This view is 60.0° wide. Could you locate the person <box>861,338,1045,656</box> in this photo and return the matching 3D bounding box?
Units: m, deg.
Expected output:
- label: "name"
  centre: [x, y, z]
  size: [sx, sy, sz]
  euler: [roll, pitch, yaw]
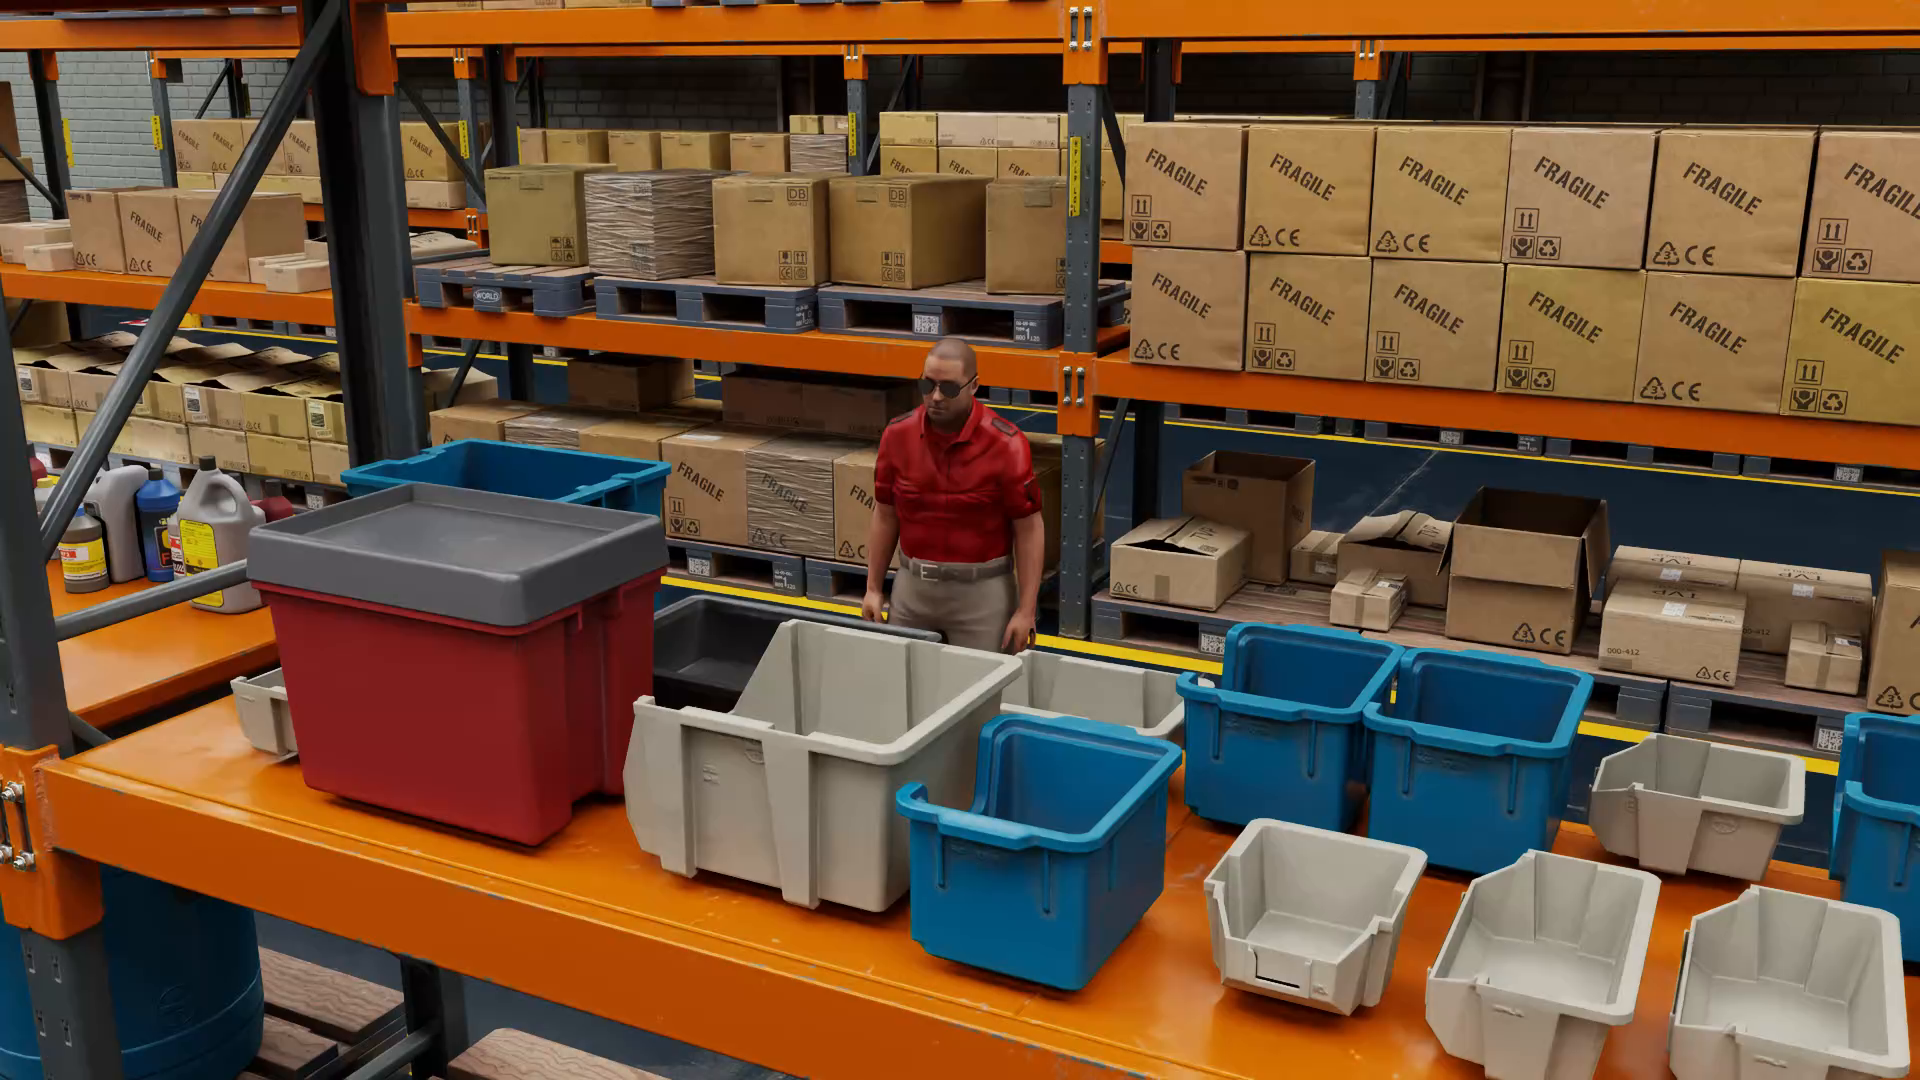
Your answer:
- label: "person"
  centre: [-0.037, 0.208, 5.310]
  size: [0.606, 1.727, 0.399]
  euler: [7, 17, 22]
